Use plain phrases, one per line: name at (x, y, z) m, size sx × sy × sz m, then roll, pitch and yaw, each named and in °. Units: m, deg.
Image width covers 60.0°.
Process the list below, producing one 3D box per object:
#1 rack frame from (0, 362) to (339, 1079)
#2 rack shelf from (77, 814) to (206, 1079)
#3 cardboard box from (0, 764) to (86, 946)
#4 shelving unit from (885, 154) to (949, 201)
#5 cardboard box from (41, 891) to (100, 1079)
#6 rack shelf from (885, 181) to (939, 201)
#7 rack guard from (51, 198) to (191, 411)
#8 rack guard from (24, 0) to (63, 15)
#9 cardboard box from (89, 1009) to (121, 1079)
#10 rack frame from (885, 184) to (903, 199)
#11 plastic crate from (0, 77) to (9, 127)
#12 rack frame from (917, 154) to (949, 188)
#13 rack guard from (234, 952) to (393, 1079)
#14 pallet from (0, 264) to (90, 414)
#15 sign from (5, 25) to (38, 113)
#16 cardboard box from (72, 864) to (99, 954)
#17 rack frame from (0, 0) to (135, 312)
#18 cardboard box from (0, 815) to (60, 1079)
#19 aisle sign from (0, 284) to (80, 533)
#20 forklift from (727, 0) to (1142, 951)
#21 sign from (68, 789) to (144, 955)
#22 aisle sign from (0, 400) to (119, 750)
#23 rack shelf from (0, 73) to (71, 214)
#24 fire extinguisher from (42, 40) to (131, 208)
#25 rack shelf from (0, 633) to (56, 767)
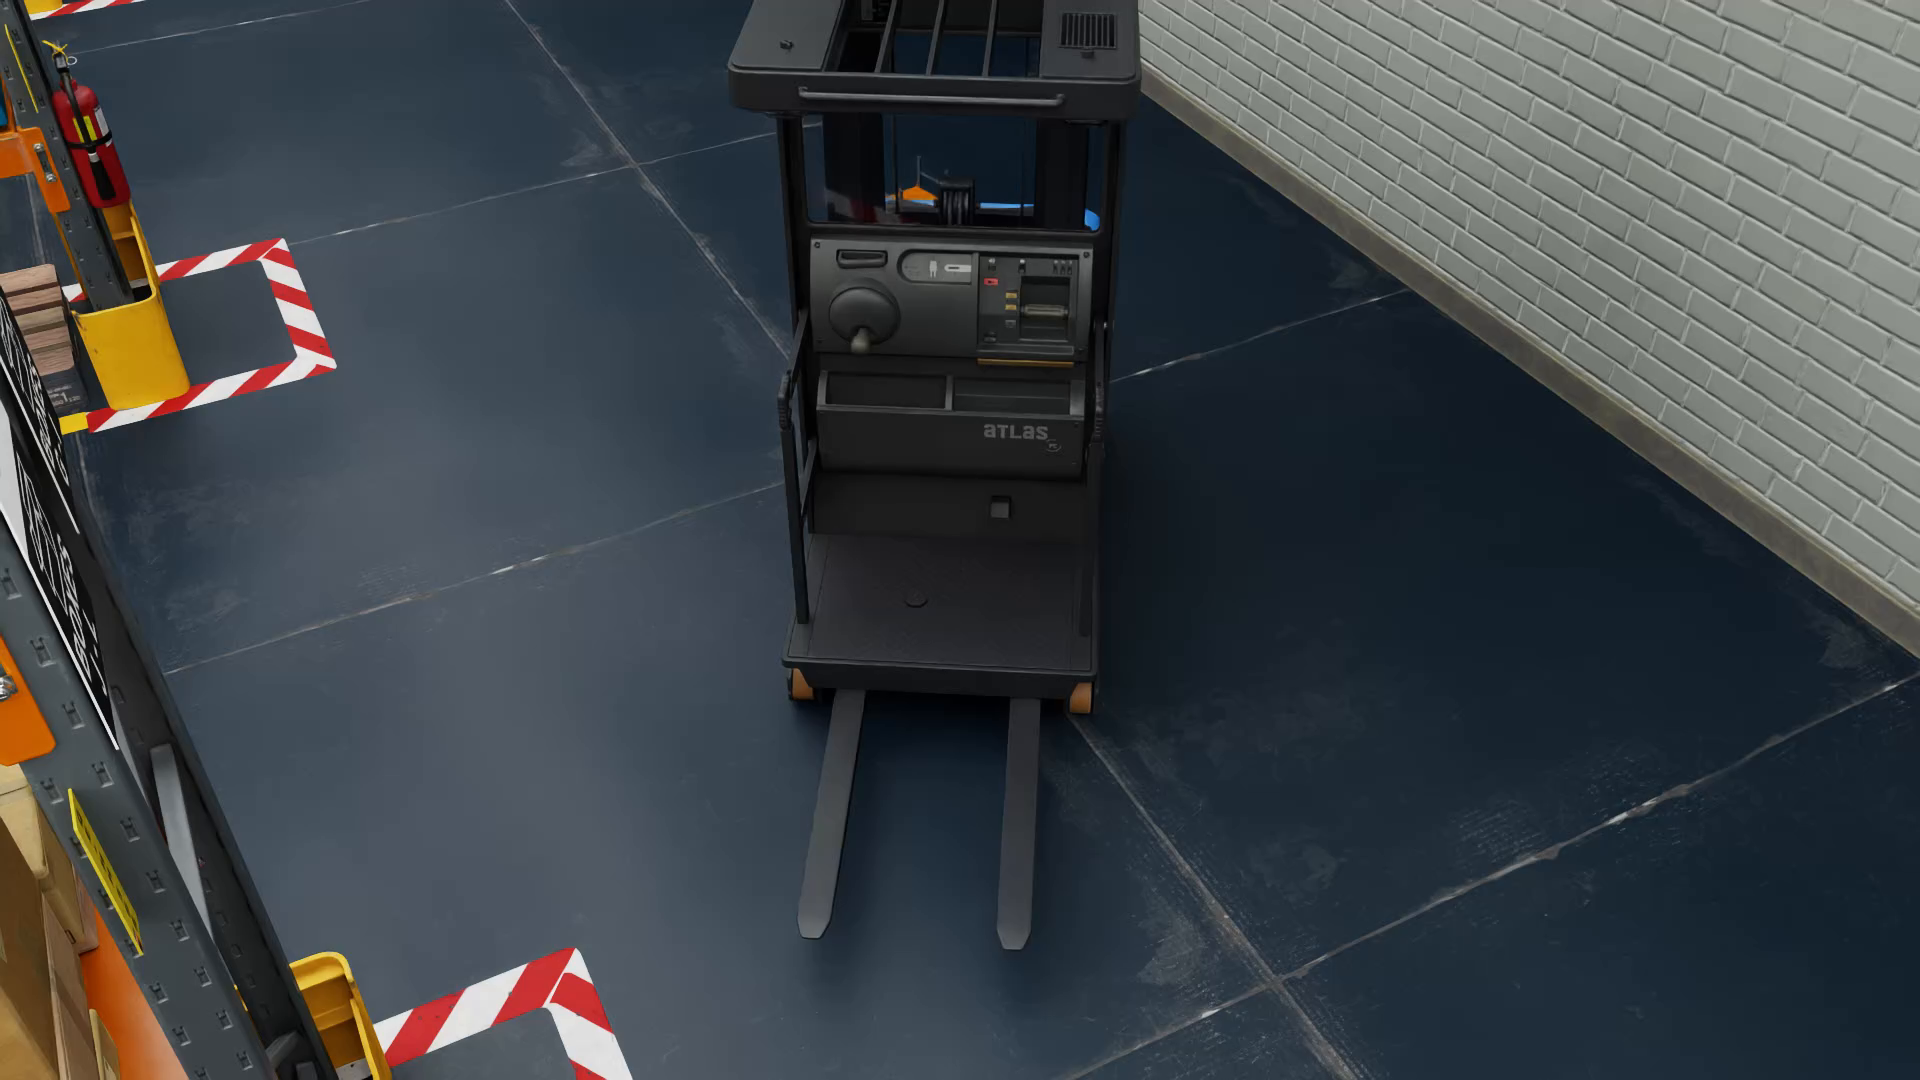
rack frame at (-1.626, 0.762, 3.528) m, size 0.053 × 2.616 × 0.949 m, roll -19°, pitch 44°, yaw -21°
rack shelf at (-3.402, 1.631, 3.058) m, size 4.000 × 0.370 × 1.077 m, roll -19°, pitch 44°, yaw -21°
cardboard box at (-2.178, 0.692, 3.496) m, size 0.500 × 0.250 × 0.500 m, roll -20°, pitch 44°, yaw -22°
shelving unit at (-0.209, -1.127, 7.256) m, size 0.252 × 1.050 × 0.215 m, roll -27°, pitch 45°, yaw -31°
cardboard box at (-1.935, 1.000, 3.132) m, size 0.500 × 0.250 × 0.500 m, roll -19°, pitch 44°, yaw -21°
rack shelf at (-0.208, -1.344, 7.091) m, size 0.240 × 0.259 × 0.215 m, roll -27°, pitch 45°, yaw -31°
rack guard at (-3.900, -1.139, 7.708) m, size 0.348 × 0.500 × 1.175 m, roll -19°, pitch 44°, yaw -21°
rack guard at (-6.268, -3.941, 11.019) m, size 0.348 × 0.500 × 1.175 m, roll -19°, pitch 44°, yaw -21°
cardboard box at (-1.792, 1.151, 3.263) m, size 0.250 × 0.149 × 0.380 m, roll -18°, pitch 43°, yaw -20°
rack frame at (-0.303, -1.080, 7.194) m, size 0.008 × 1.050 × 0.200 m, roll -27°, pitch 45°, yaw -31°
plastic crate at (-4.126, -1.908, 6.608) m, size 0.499 × 0.435 × 0.616 m, roll -19°, pitch 44°, yaw -21°
rack frame at (-0.115, -1.174, 7.318) m, size 0.008 × 1.050 × 0.200 m, roll -27°, pitch 45°, yaw -31°
rack guard at (-1.607, 1.707, 4.347) m, size 0.348 × 0.500 × 1.175 m, roll -19°, pitch 44°, yaw -21°
pallet at (-4.665, -0.790, 7.520) m, size 1.213 × 0.211 × 1.003 m, roll -19°, pitch 44°, yaw -21°
sign at (-3.647, -1.830, 6.464) m, size 0.005 × 0.325 × 0.100 m, roll -19°, pitch 44°, yaw -21°
cardboard box at (-2.095, 0.773, 3.710) m, size 0.250 × 0.149 × 0.380 m, roll -18°, pitch 43°, yaw -20°
rack frame at (-3.916, -2.078, 6.884) m, size 0.127 × 3.000 × 1.000 m, roll -19°, pitch 44°, yaw -21°
cardboard box at (-1.939, 0.713, 2.891) m, size 0.500 × 0.500 × 0.500 m, roll -18°, pitch 43°, yaw -20°
aisle sign at (-1.703, -0.426, 2.919) m, size 0.004 × 0.787 × 0.394 m, roll -19°, pitch 44°, yaw -21°
forklift at (-0.043, -0.716, 5.327) m, size 1.130 × 2.935 × 3.031 m, roll 3°, pitch 40°, yaw 3°
sign at (-1.390, 0.543, 2.708) m, size 0.005 × 0.325 × 0.100 m, roll -19°, pitch 44°, yaw -21°
aisle sign at (-1.425, -0.082, 2.513) m, size 0.004 × 0.787 × 0.394 m, roll -19°, pitch 44°, yaw -21°
rack shelf at (-5.690, -1.207, 6.411) m, size 4.000 × 0.370 × 1.077 m, roll -19°, pitch 44°, yaw -21°
fire extinguisher at (-3.572, -1.691, 6.775) m, size 0.183 × 0.674 × 0.296 m, roll -19°, pitch 44°, yaw -21°
rack shelf at (-3.402, 0.486, 2.089) m, size 4.000 × 0.370 × 1.077 m, roll -19°, pitch 44°, yaw -21°
